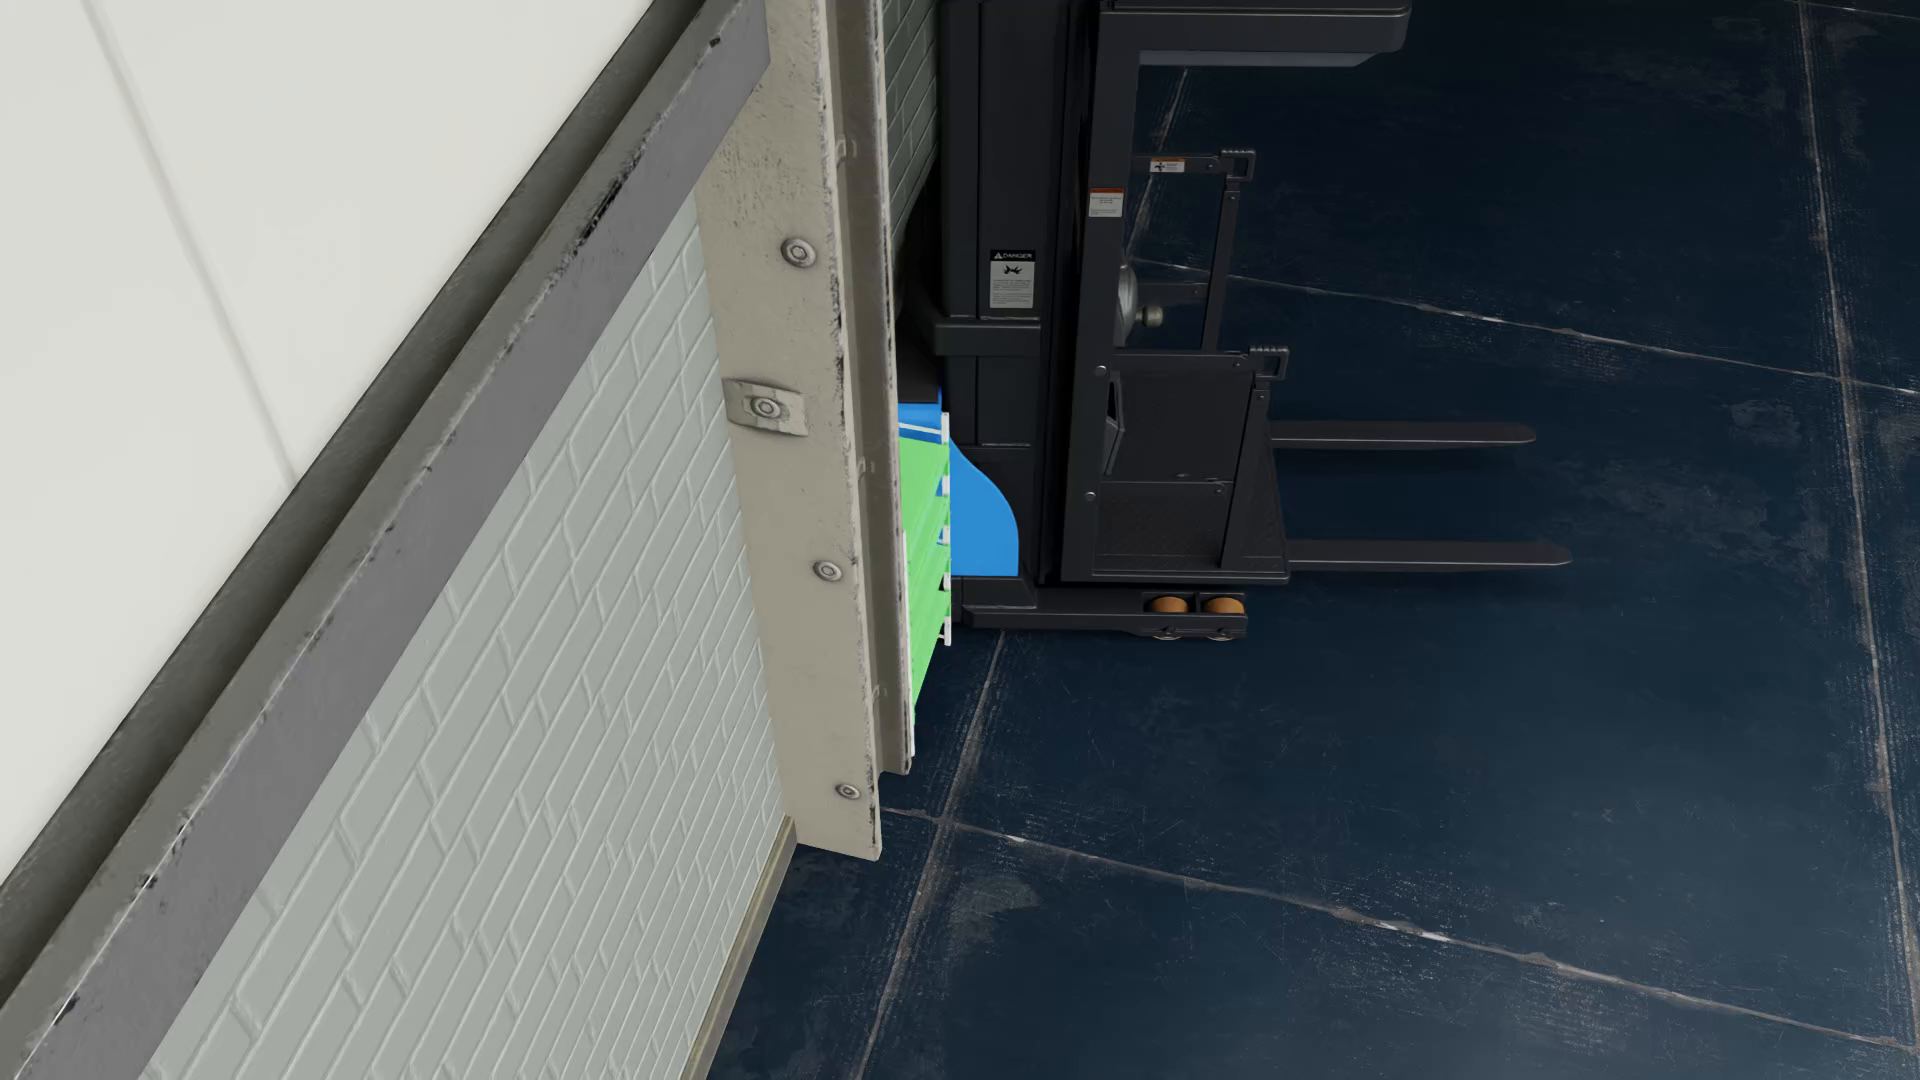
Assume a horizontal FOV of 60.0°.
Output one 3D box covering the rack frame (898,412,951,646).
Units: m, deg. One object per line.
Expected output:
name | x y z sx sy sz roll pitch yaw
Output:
rack frame | -0.151 -0.012 5.523 0.240 1.200 0.015 11 50 9

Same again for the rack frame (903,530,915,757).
rack frame | -0.272 0.346 5.215 0.240 1.200 0.015 11 50 9

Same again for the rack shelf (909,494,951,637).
rack shelf | -0.212 0.052 5.236 0.258 0.148 0.480 11 50 9

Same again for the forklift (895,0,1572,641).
forklift | 0.661 -1.016 5.192 3.031 2.935 1.130 1 49 1

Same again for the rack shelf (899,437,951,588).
rack shelf | -0.212 -0.104 5.054 0.258 0.148 0.480 11 50 9

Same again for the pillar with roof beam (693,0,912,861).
pillar with roof beam | 3.791 -1.270 1.369 9.100 9.000 0.400 12 50 10

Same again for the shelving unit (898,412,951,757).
shelving unit | -0.211 0.167 5.369 0.258 1.200 0.503 11 50 9
